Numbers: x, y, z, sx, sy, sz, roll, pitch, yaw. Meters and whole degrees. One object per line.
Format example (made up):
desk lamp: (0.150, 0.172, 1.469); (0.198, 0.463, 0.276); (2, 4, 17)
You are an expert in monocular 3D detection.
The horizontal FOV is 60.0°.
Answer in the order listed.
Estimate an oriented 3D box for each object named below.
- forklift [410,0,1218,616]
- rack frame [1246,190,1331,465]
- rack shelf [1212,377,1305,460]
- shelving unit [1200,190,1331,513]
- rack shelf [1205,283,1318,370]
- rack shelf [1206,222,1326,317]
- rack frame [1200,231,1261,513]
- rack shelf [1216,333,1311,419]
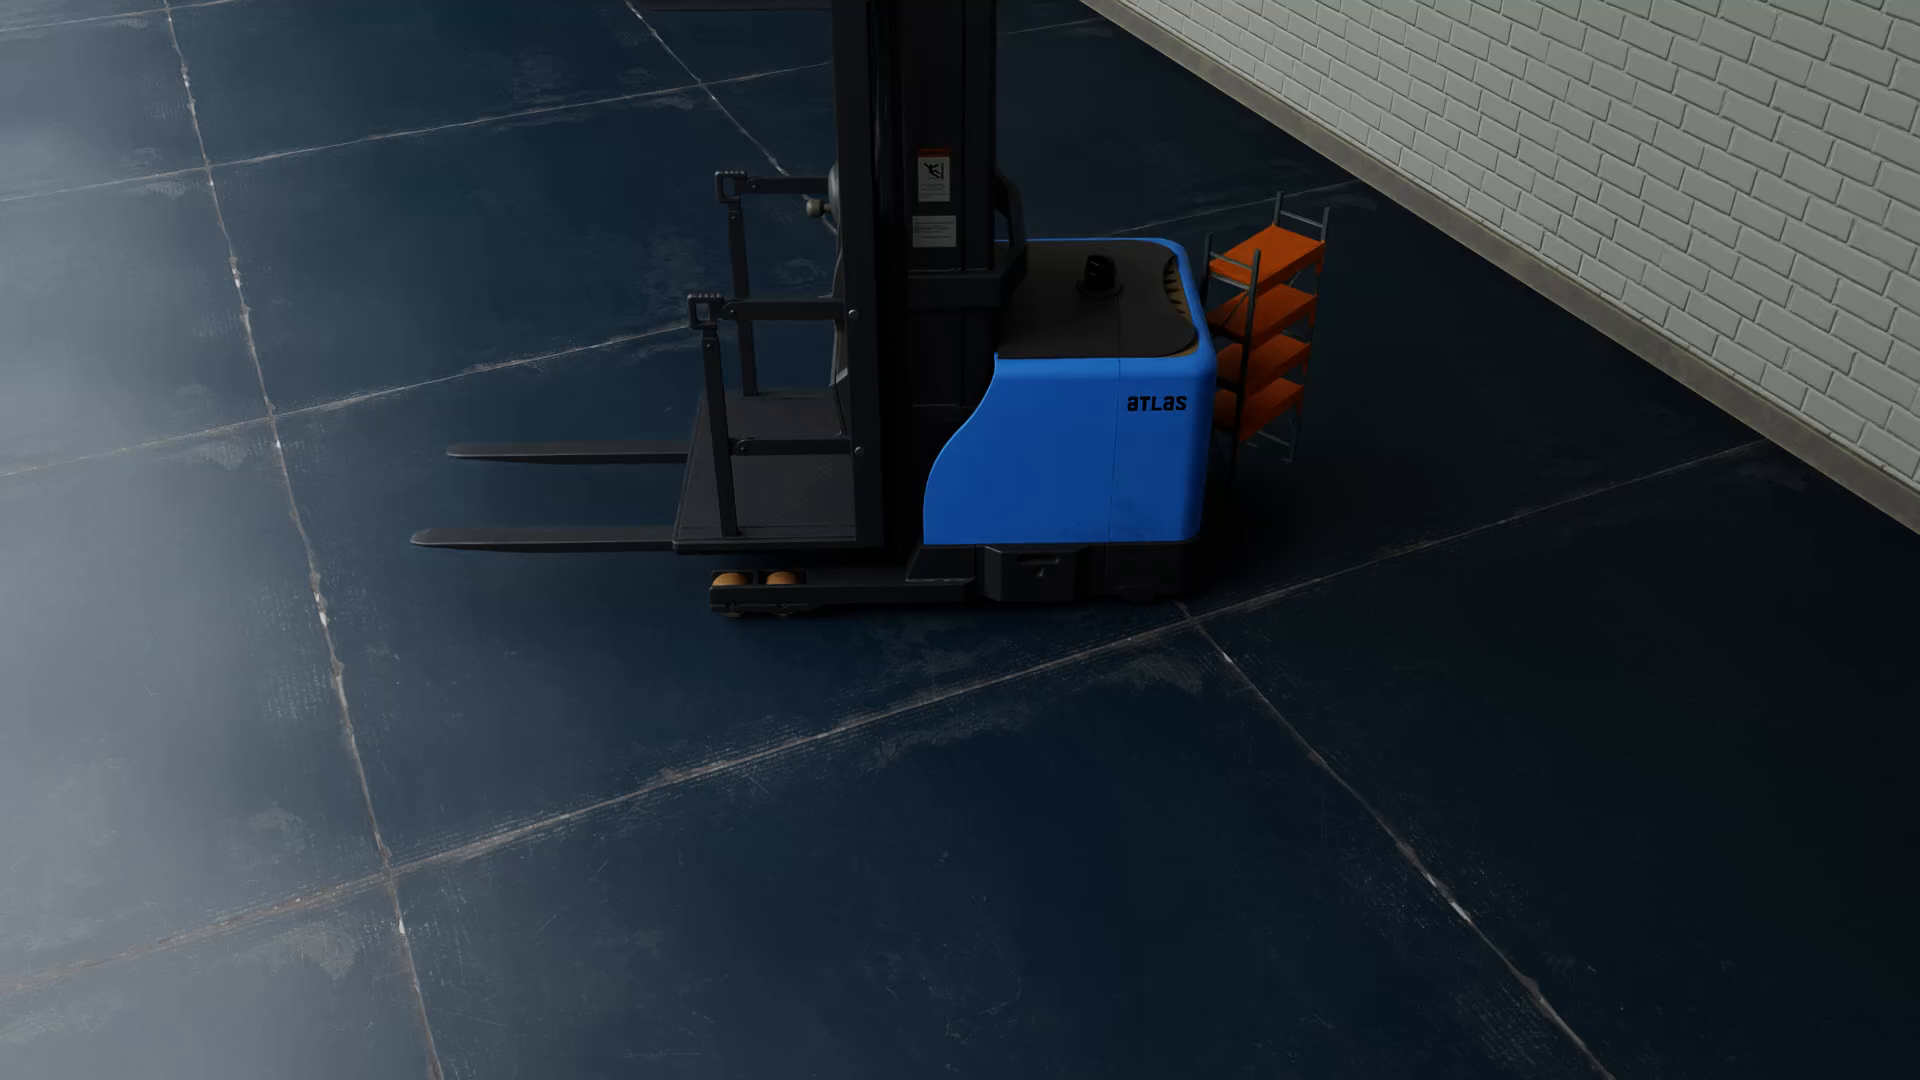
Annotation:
forklift: (-0.600, -1.207, 5.917); (3.031, 2.935, 1.130); (-1, 37, -1)
rack frame: (1.354, -0.859, 6.901); (0.240, 1.200, 0.015); (28, 45, 33)
rack shelf: (1.191, -0.537, 6.914); (0.258, 0.148, 0.480); (28, 45, 33)
shelving unit: (1.191, -0.751, 6.755); (0.258, 1.200, 0.503); (28, 45, 33)
rack shelf: (1.191, -0.876, 6.662); (0.258, 0.148, 0.480); (28, 45, 33)
rack shelf: (1.191, -1.066, 6.521); (0.258, 0.148, 0.480); (28, 45, 33)
rack frame: (1.027, -0.643, 6.610); (0.240, 1.200, 0.015); (28, 45, 33)
rack shelf: (1.191, -0.697, 6.795); (0.258, 0.148, 0.480); (28, 45, 33)
